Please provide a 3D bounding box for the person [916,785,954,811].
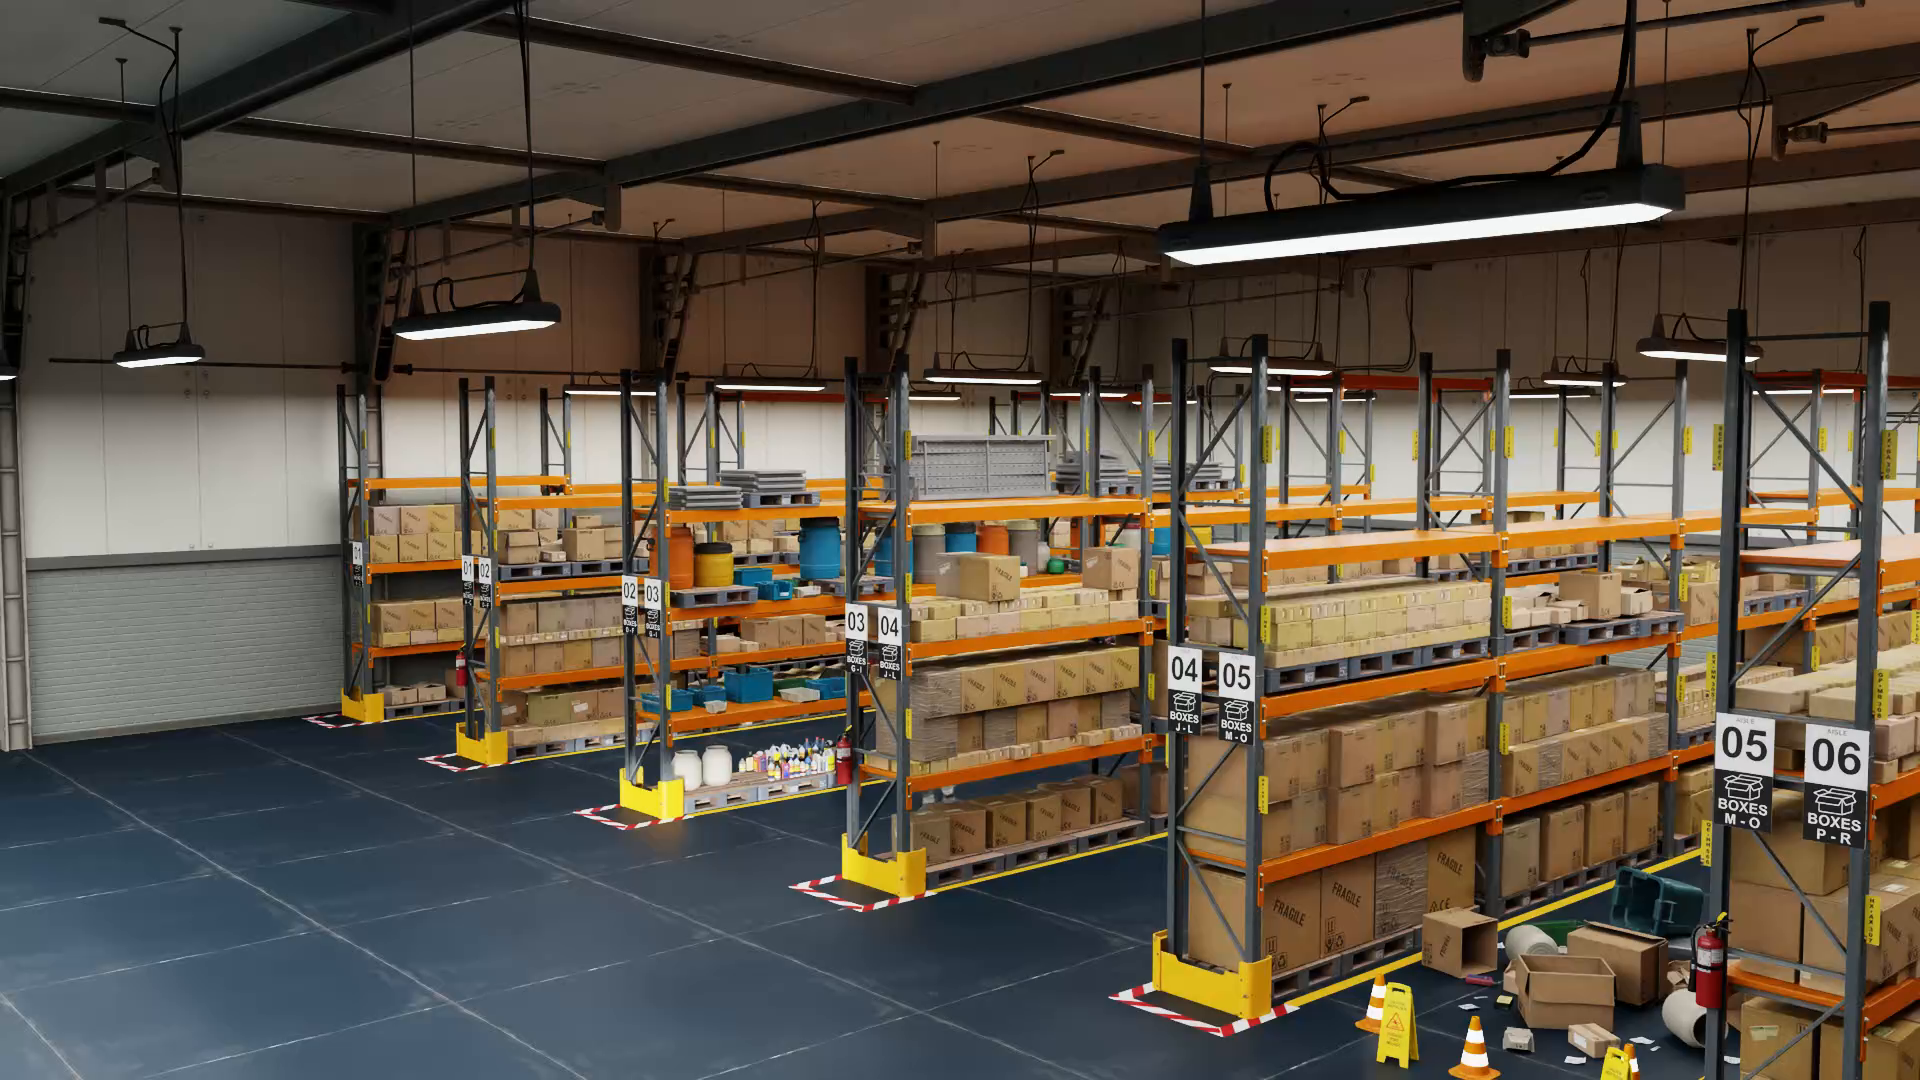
[{"bbox_3d":[-0.319,2.832,22.266,0.723,1.677,0.806,-1,4,-21],"label":"person"}]
